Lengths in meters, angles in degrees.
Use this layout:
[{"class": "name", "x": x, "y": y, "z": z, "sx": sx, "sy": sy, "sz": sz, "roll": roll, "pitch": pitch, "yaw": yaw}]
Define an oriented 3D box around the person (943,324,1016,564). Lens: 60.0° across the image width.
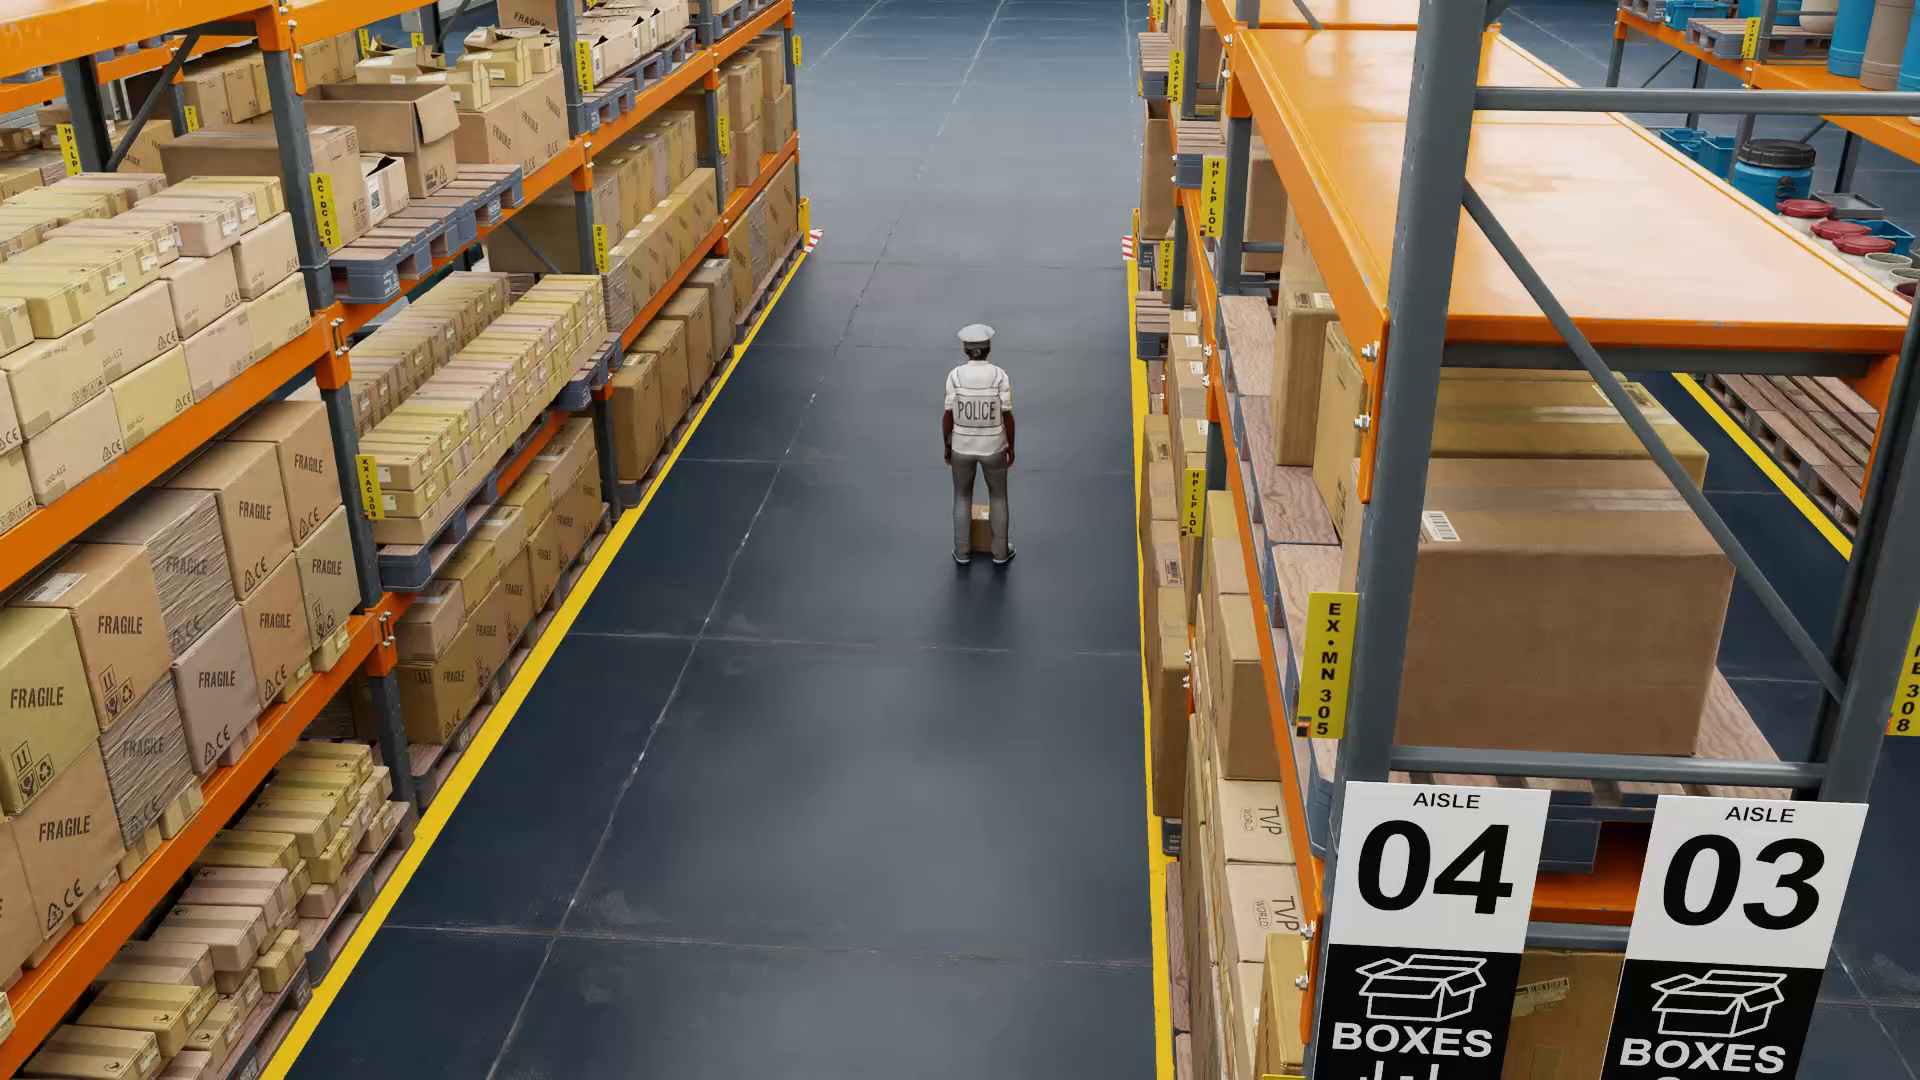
[{"class": "person", "x": 0.135, "y": -0.624, "z": 11.352, "sx": 0.503, "sy": 1.656, "sz": 0.397, "roll": 2, "pitch": 25, "yaw": 4}]
